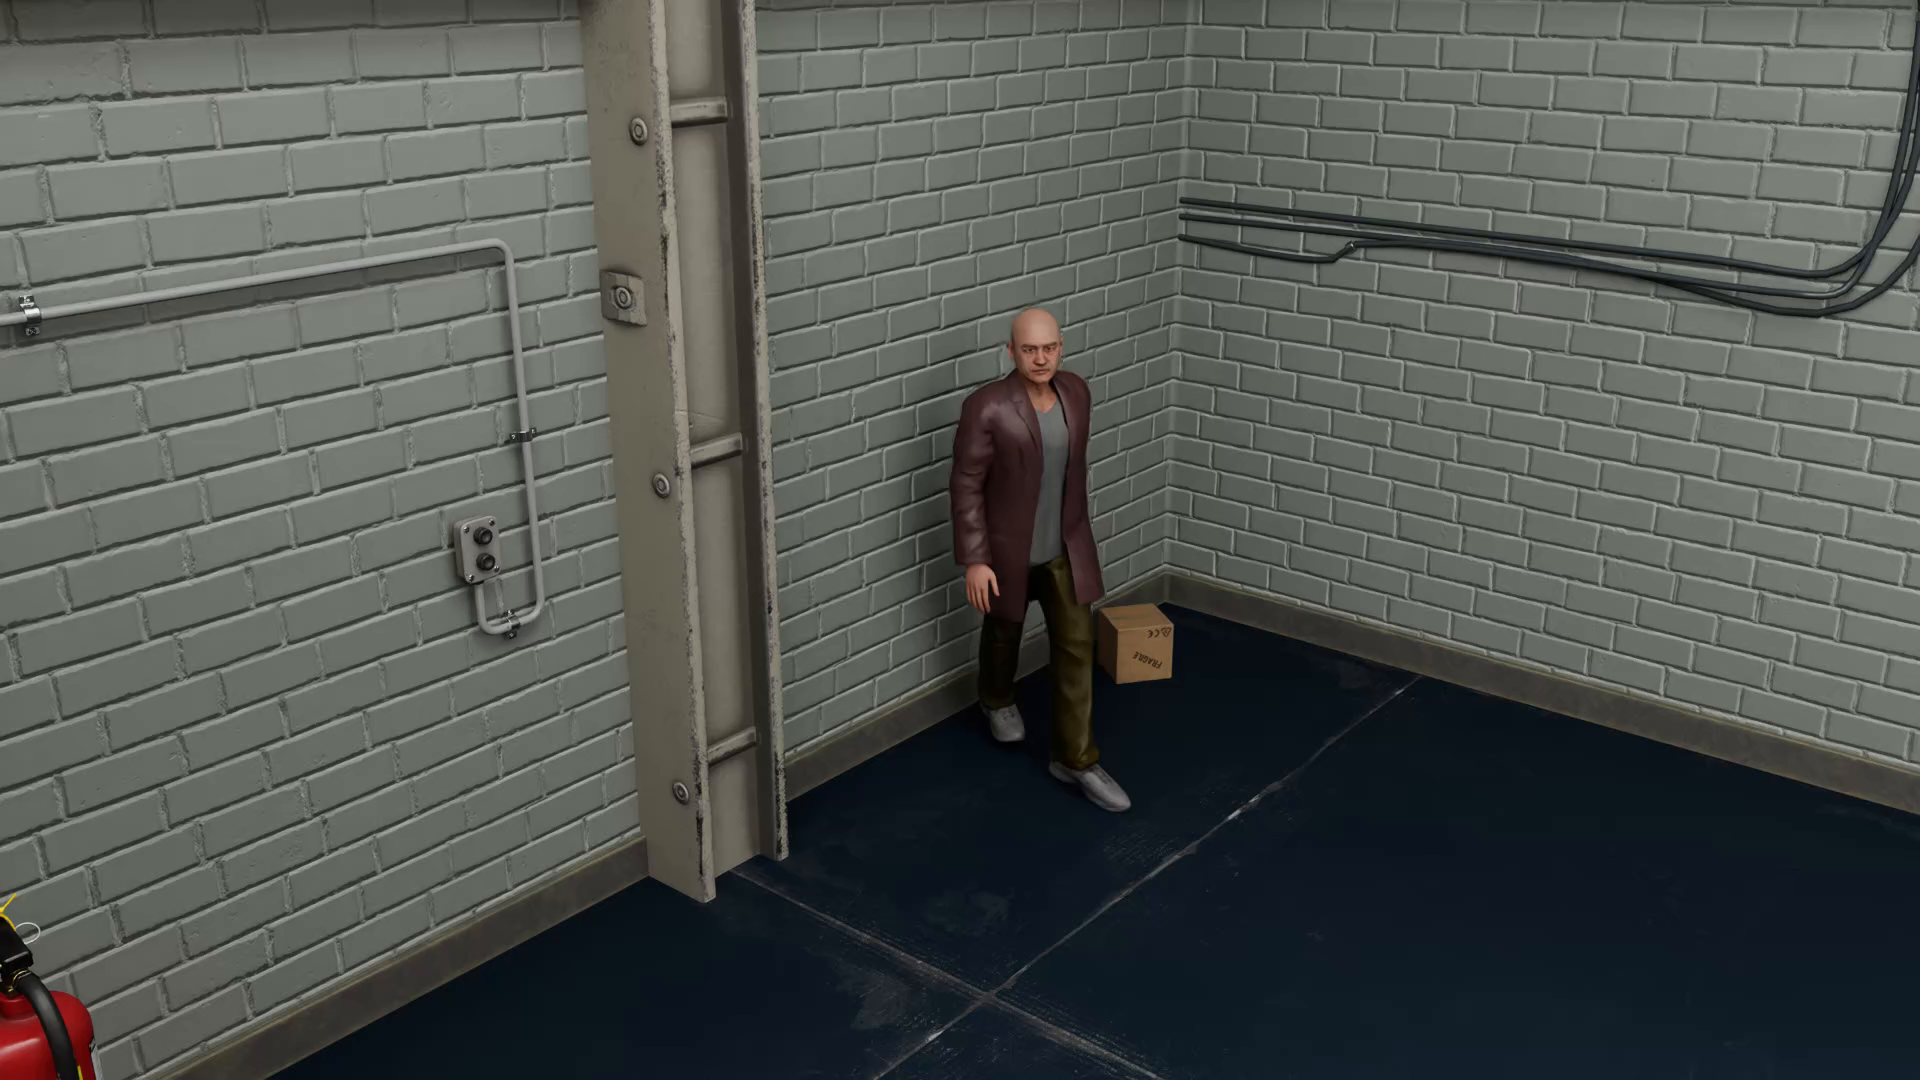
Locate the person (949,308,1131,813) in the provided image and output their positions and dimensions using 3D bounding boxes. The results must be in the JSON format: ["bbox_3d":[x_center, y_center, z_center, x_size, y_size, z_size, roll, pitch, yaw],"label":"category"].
[{"bbox_3d":[0.236,0.028,6.009,0.617,1.773,0.920,-7,21,-18],"label":"person"}]
